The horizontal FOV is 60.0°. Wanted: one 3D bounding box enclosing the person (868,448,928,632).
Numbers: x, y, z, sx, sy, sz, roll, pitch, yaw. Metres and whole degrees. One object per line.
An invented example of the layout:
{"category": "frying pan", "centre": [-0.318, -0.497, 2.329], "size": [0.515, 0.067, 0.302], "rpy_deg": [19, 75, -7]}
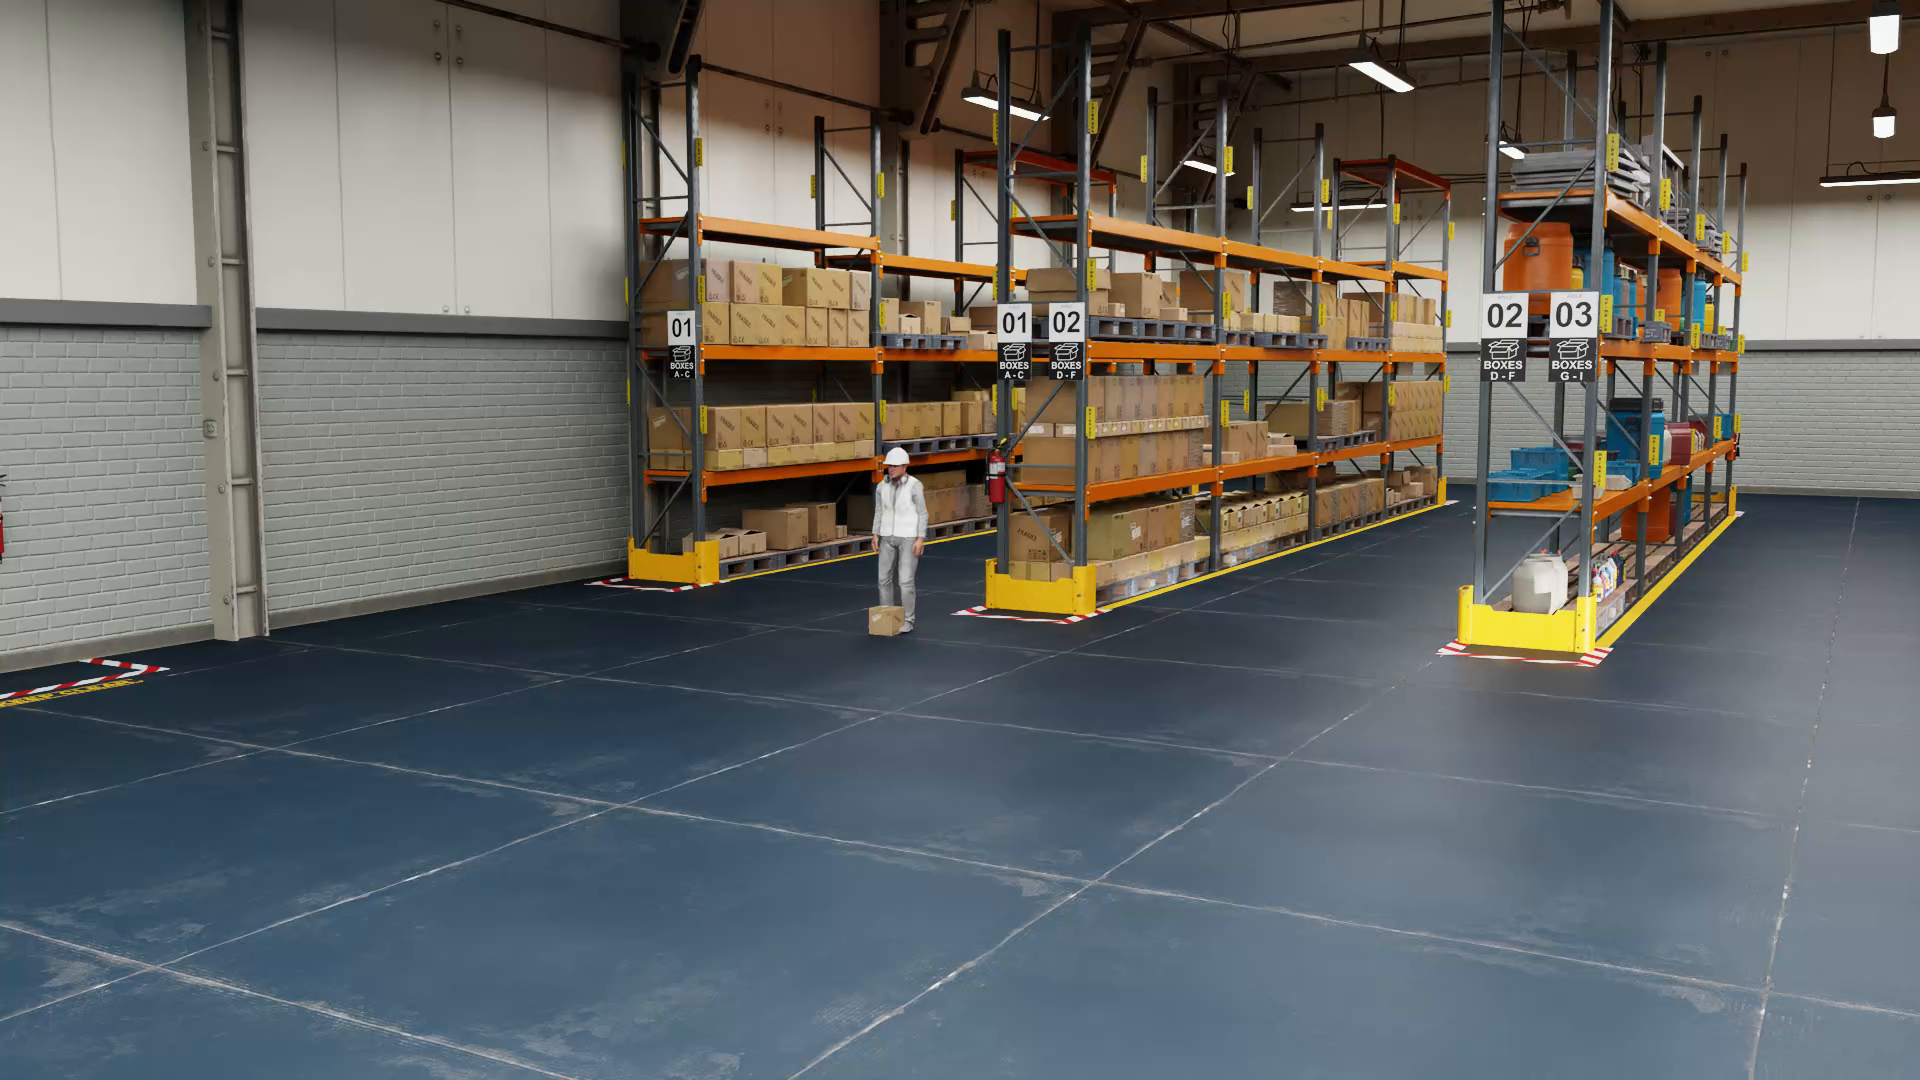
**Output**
{"category": "person", "centre": [-0.588, -0.009, 16.084], "size": [0.580, 1.771, 0.463], "rpy_deg": [3, 7, 28]}
